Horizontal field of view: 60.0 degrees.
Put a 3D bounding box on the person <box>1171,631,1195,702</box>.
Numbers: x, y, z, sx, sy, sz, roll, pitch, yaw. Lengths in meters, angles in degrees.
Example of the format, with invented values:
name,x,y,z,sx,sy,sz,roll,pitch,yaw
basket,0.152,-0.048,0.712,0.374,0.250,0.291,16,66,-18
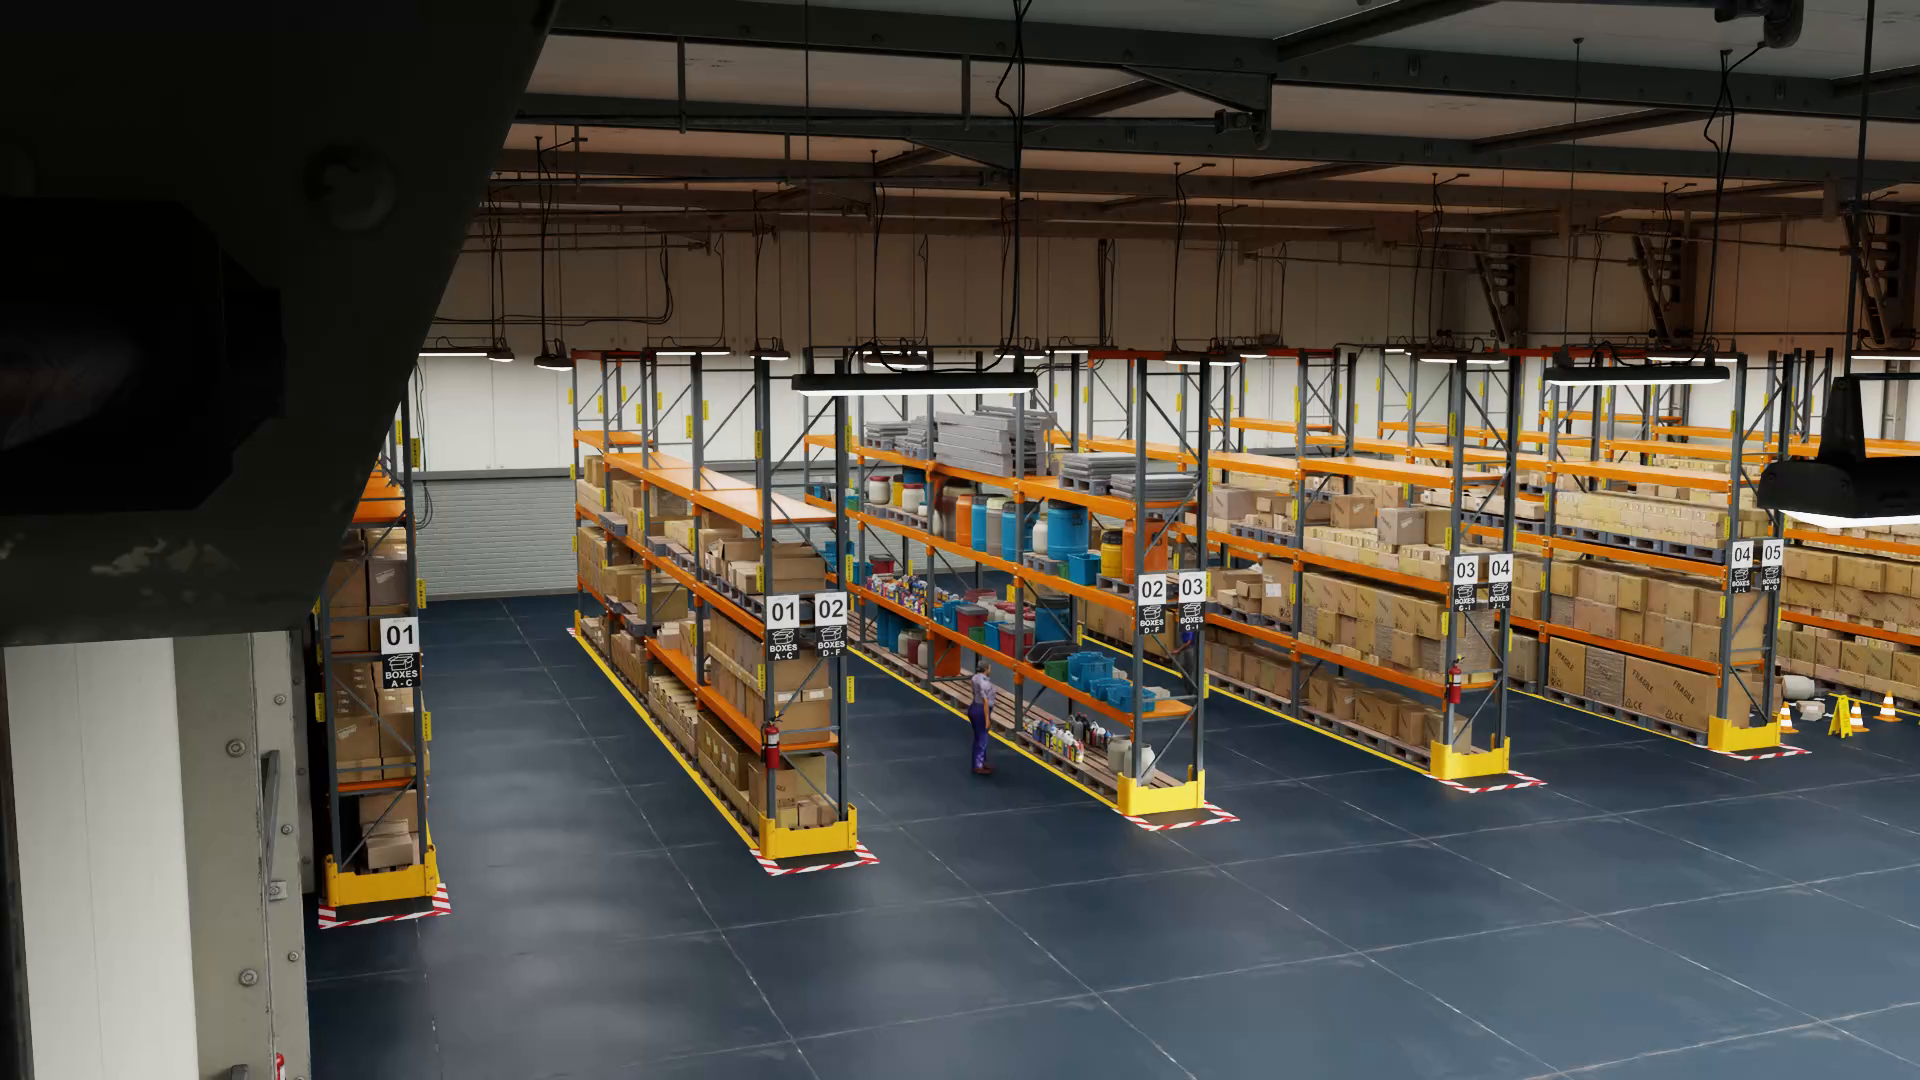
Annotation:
name,x,y,z,sx,sy,sz,roll,pitch,yaw
person,3.974,2.018,28.649,0.532,1.699,0.579,5,8,33

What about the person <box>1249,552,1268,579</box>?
name,x,y,z,sx,sy,sz,roll,pitch,yaw
person,6.464,1.069,35.467,0.535,1.646,1.028,-2,7,-18

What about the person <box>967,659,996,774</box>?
name,x,y,z,sx,sy,sz,roll,pitch,yaw
person,0.349,2.537,24.013,0.442,1.662,0.498,-2,7,-15
